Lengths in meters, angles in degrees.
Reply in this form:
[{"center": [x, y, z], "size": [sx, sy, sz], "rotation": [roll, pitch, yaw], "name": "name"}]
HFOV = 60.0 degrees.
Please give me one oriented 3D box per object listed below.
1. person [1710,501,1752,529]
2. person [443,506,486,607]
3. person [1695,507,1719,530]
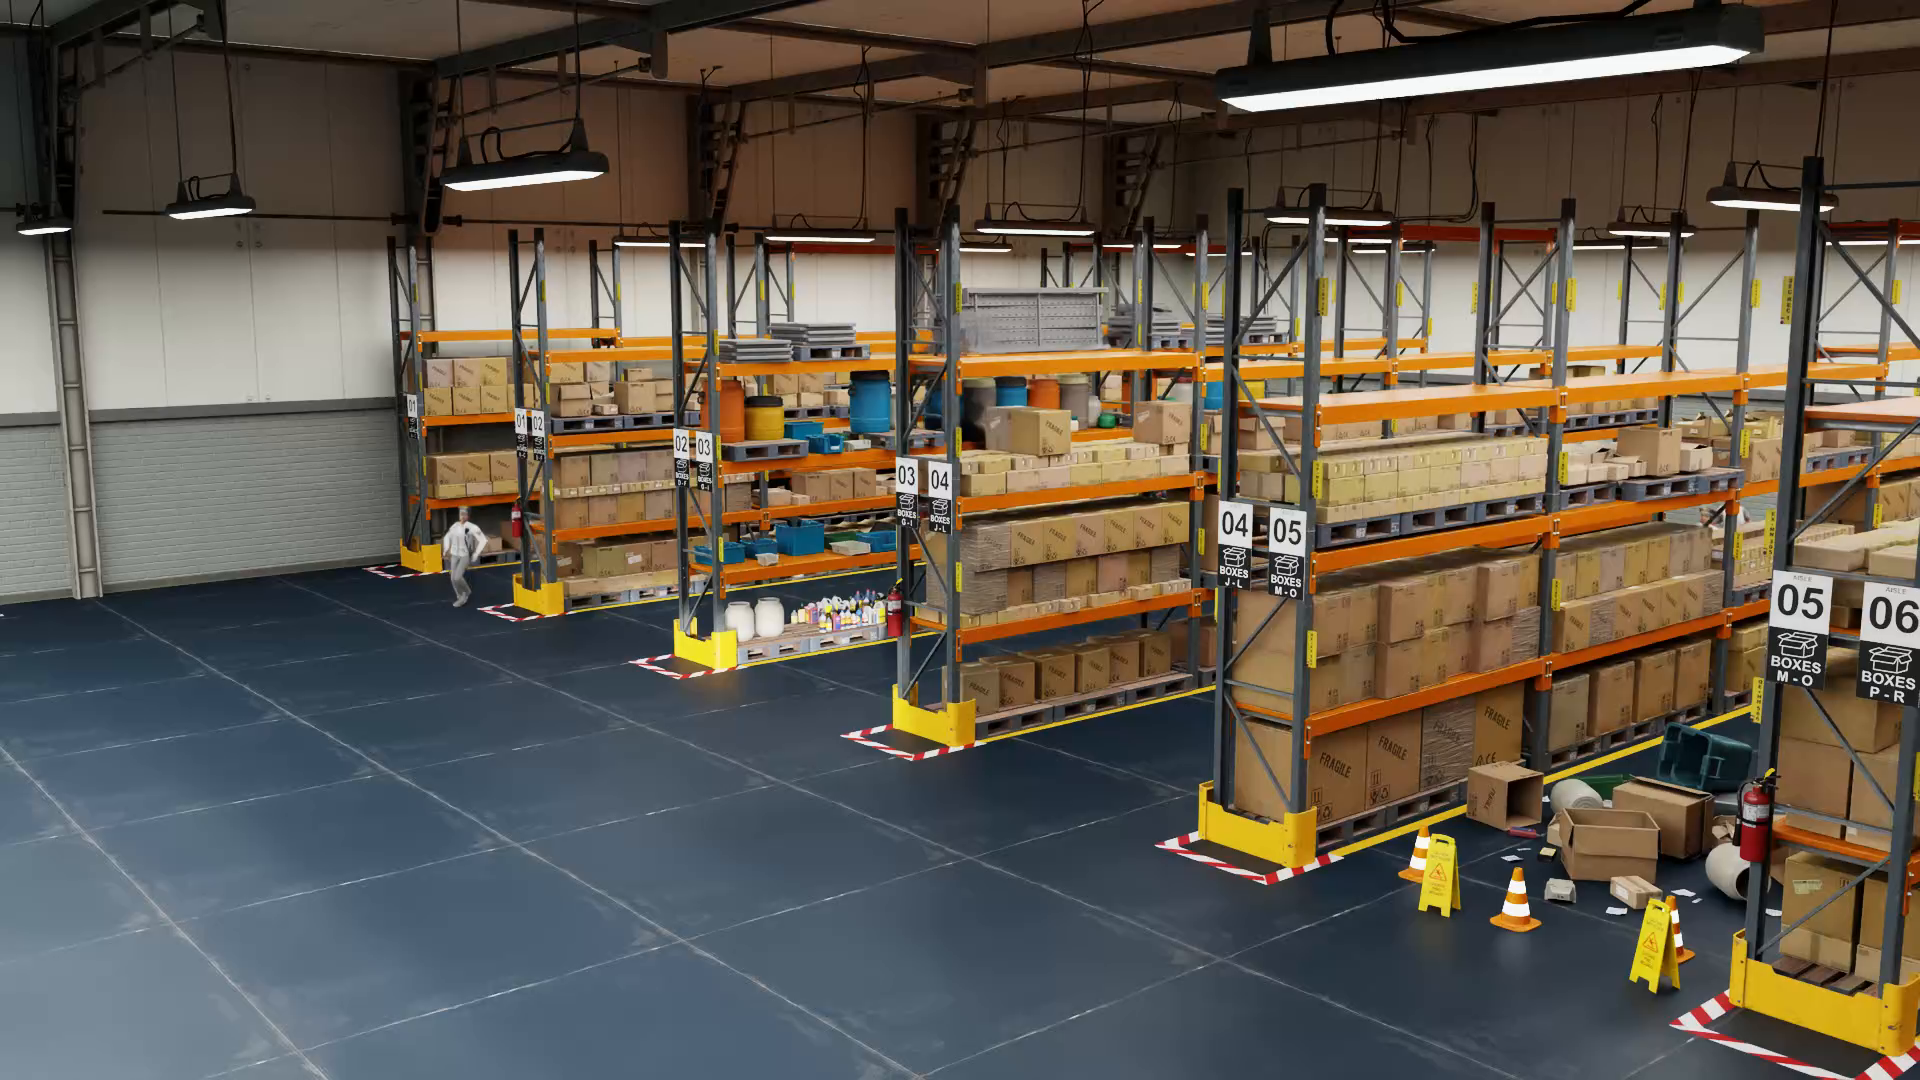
[{"center": [13.058, 0.015, 28.073], "size": [0.702, 1.718, 0.515], "rotation": [0, 9, 2], "name": "person"}, {"center": [-7.983, 0.270, 26.659], "size": [0.689, 1.649, 0.489], "rotation": [2, 9, 15], "name": "person"}, {"center": [11.726, 0.296, 26.342], "size": [0.603, 1.653, 0.587], "rotation": [8, 12, 41], "name": "person"}]
